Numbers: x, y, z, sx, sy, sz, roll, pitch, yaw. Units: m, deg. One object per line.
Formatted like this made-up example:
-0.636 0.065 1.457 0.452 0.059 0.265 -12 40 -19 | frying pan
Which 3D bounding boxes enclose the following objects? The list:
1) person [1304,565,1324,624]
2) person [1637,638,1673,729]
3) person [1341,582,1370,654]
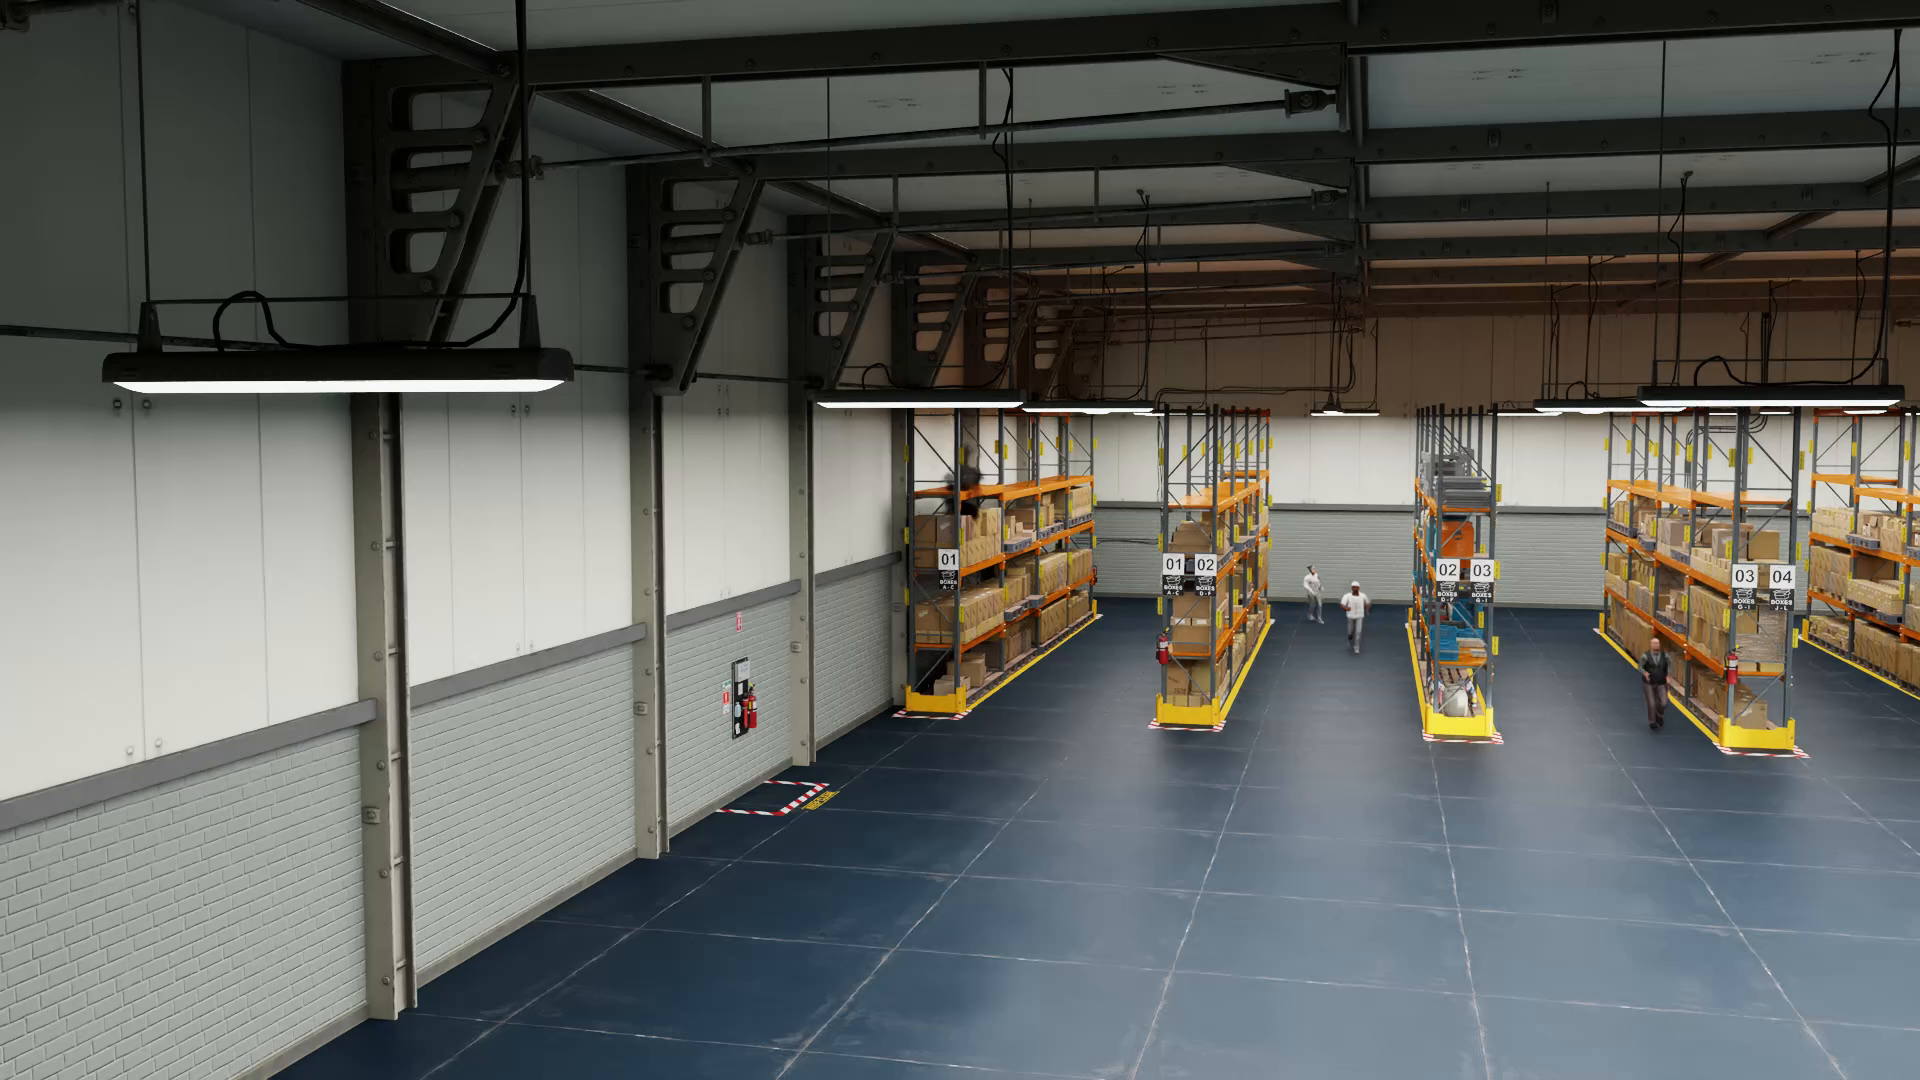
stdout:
9.861 1.524 46.682 0.650 1.709 0.817 -2 4 -21 | person
12.791 2.650 30.560 0.635 1.676 0.564 1 4 15 | person
9.688 1.889 40.746 0.714 1.741 0.864 1 4 9 | person
